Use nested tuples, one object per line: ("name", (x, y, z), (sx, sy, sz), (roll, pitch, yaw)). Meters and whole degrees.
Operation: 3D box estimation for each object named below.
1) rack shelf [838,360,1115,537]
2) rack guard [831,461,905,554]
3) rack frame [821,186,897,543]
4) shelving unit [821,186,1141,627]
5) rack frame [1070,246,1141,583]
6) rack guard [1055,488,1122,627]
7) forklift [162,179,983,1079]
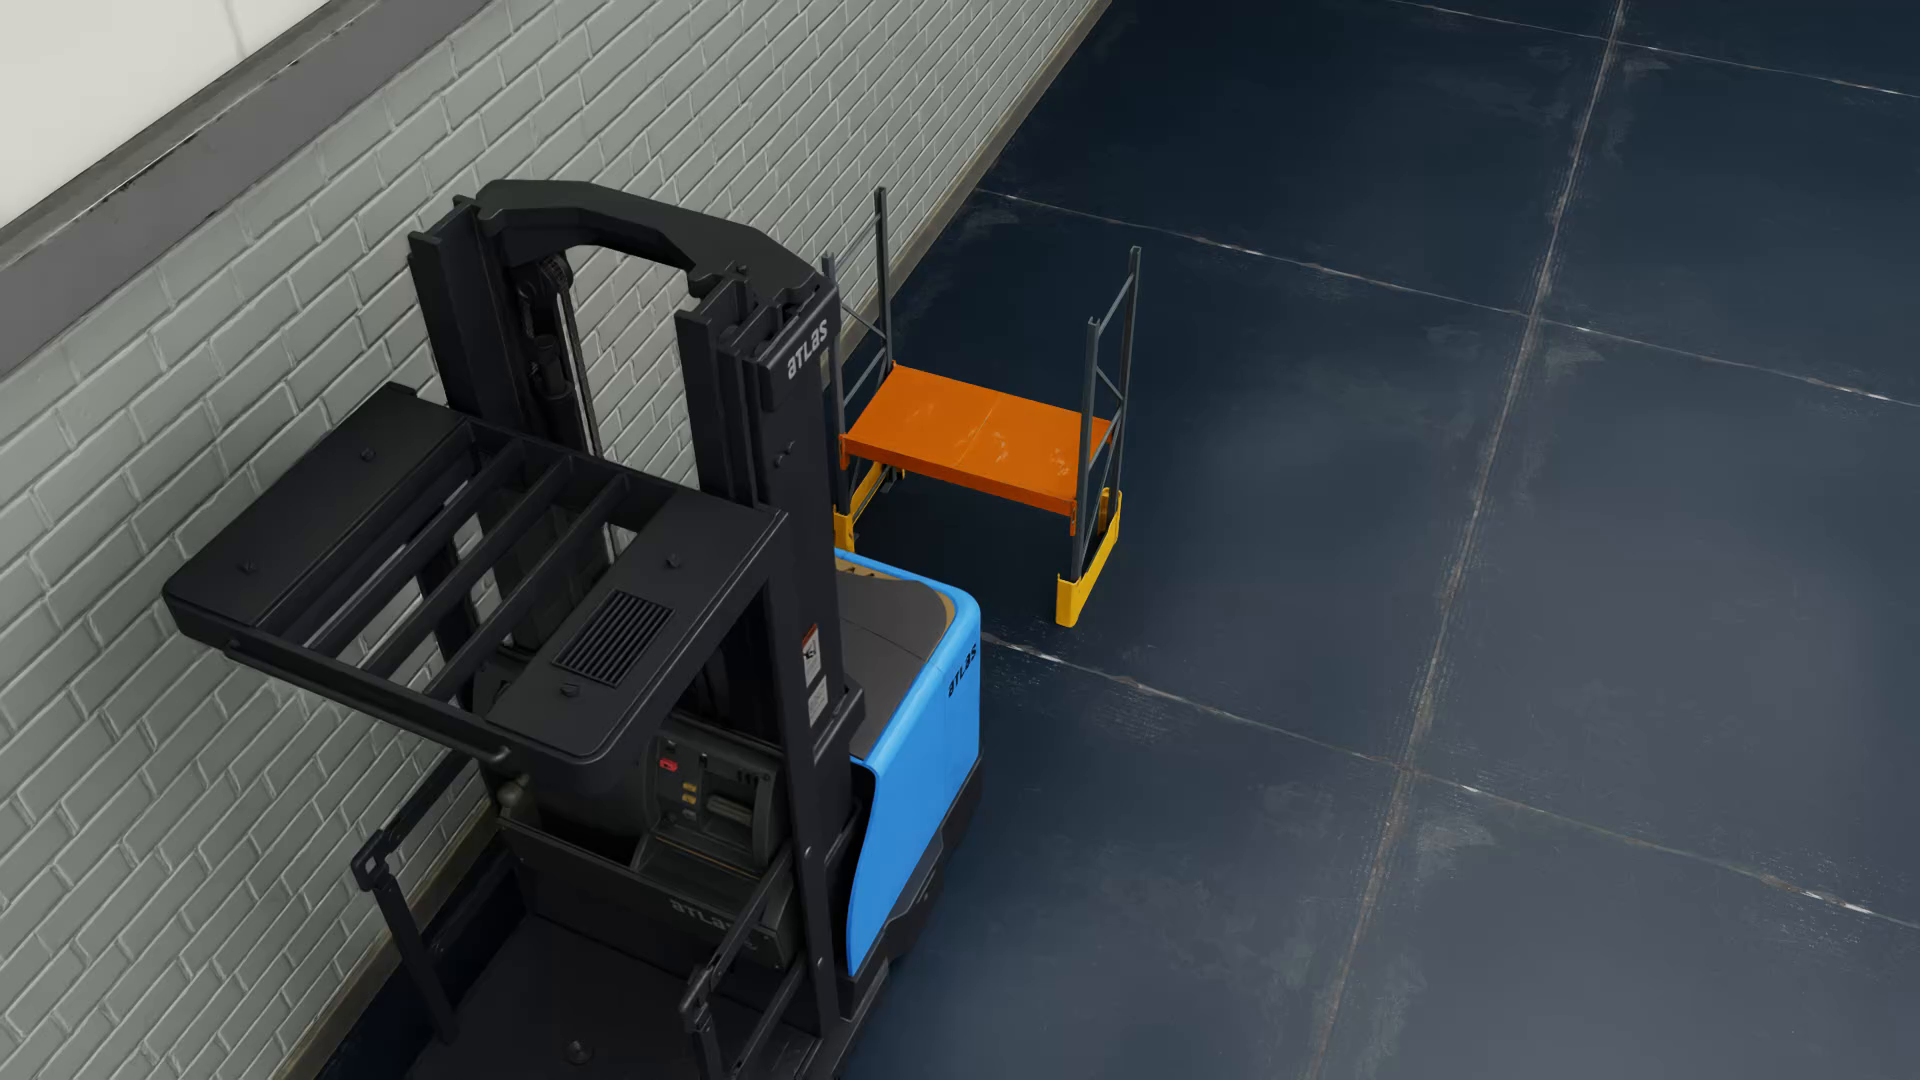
("rack shelf", (0.079, -0.381, 6.664), (1.000, 0.185, 0.538), (16, 47, 16))
("rack guard", (-0.389, -0.203, 7.116), (0.087, 0.250, 0.587), (16, 47, 16))
("rack frame", (-0.390, -0.647, 6.675), (0.032, 1.500, 0.500), (16, 47, 16))
("shelving unit", (0.070, -0.511, 6.539), (1.083, 1.500, 0.587), (16, 47, 16))
("rack frame", (0.548, -0.370, 6.398), (0.032, 1.500, 0.500), (16, 47, 16))
("rack guard", (0.530, 0.067, 6.844), (0.087, 0.250, 0.587), (16, 47, 16))
("forklift", (-0.992, 0.704, 4.303), (1.130, 2.935, 3.031), (18, 48, 17))
